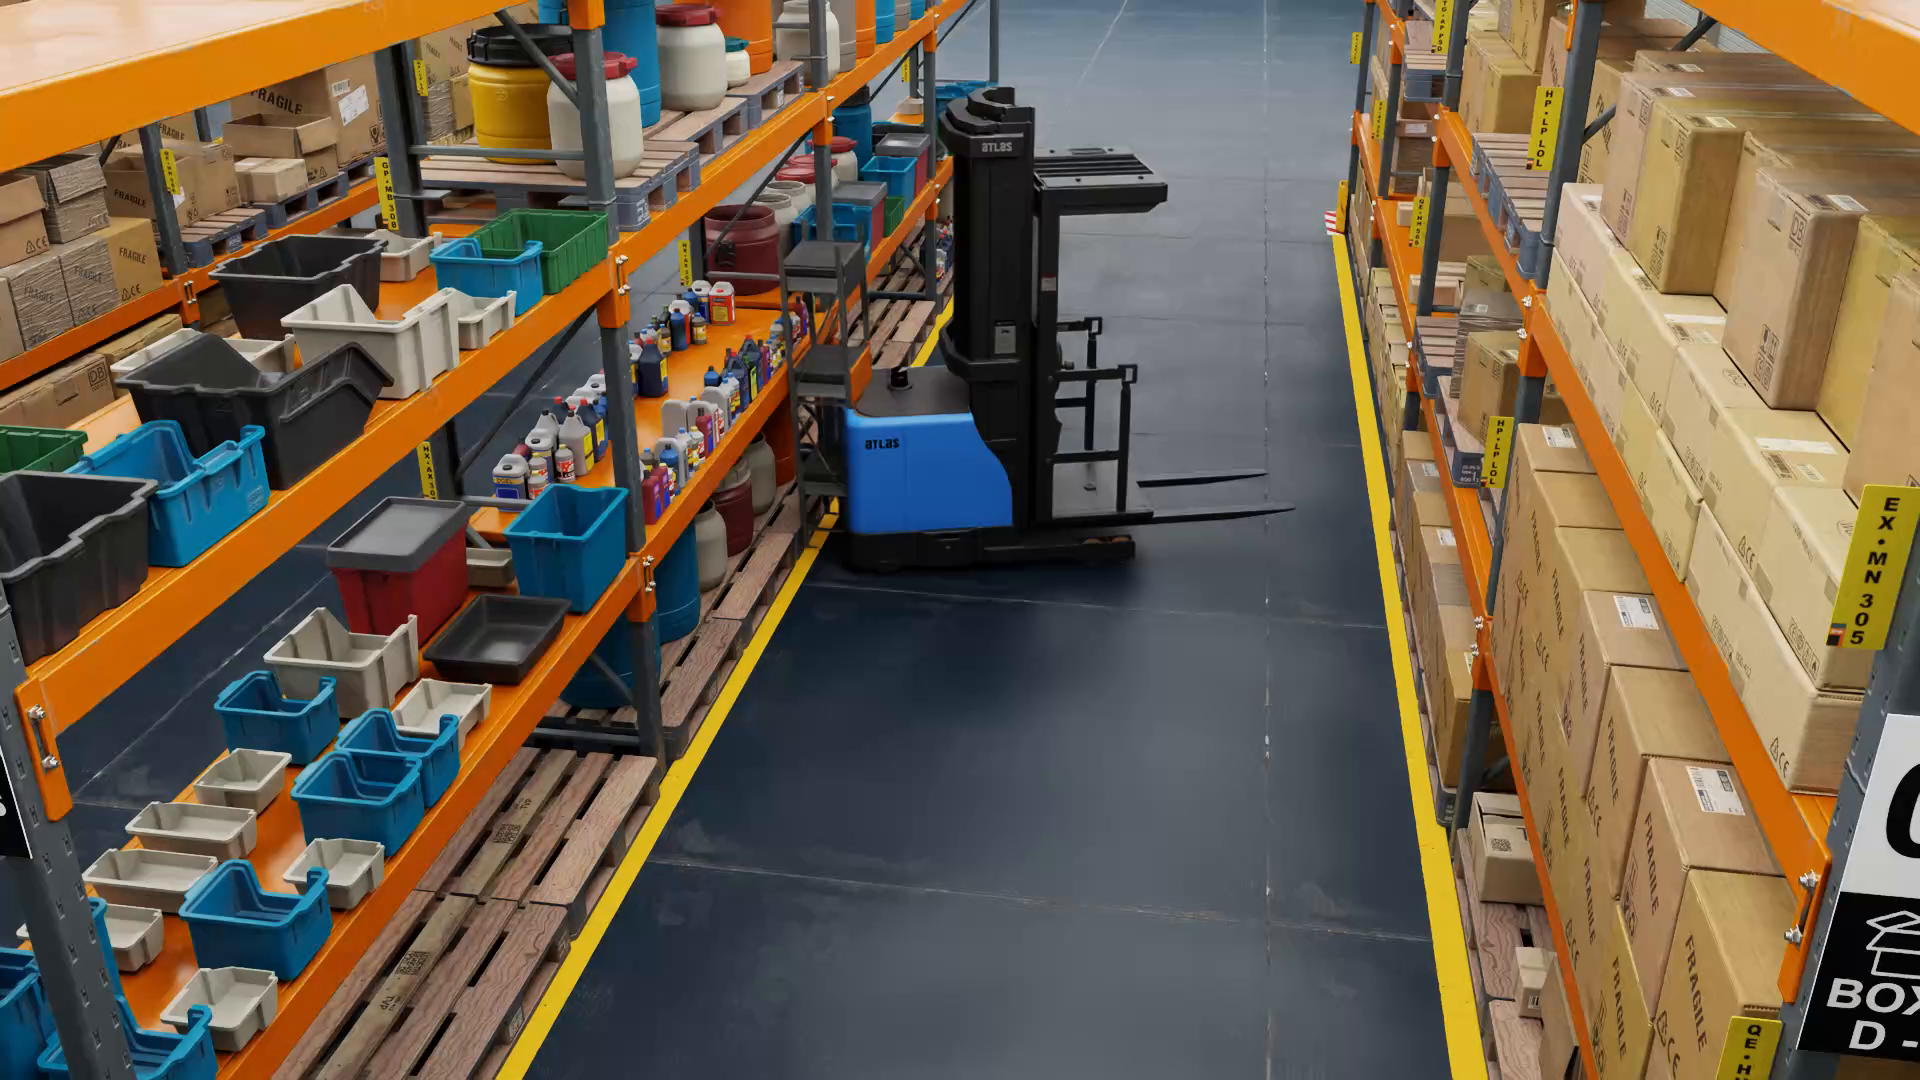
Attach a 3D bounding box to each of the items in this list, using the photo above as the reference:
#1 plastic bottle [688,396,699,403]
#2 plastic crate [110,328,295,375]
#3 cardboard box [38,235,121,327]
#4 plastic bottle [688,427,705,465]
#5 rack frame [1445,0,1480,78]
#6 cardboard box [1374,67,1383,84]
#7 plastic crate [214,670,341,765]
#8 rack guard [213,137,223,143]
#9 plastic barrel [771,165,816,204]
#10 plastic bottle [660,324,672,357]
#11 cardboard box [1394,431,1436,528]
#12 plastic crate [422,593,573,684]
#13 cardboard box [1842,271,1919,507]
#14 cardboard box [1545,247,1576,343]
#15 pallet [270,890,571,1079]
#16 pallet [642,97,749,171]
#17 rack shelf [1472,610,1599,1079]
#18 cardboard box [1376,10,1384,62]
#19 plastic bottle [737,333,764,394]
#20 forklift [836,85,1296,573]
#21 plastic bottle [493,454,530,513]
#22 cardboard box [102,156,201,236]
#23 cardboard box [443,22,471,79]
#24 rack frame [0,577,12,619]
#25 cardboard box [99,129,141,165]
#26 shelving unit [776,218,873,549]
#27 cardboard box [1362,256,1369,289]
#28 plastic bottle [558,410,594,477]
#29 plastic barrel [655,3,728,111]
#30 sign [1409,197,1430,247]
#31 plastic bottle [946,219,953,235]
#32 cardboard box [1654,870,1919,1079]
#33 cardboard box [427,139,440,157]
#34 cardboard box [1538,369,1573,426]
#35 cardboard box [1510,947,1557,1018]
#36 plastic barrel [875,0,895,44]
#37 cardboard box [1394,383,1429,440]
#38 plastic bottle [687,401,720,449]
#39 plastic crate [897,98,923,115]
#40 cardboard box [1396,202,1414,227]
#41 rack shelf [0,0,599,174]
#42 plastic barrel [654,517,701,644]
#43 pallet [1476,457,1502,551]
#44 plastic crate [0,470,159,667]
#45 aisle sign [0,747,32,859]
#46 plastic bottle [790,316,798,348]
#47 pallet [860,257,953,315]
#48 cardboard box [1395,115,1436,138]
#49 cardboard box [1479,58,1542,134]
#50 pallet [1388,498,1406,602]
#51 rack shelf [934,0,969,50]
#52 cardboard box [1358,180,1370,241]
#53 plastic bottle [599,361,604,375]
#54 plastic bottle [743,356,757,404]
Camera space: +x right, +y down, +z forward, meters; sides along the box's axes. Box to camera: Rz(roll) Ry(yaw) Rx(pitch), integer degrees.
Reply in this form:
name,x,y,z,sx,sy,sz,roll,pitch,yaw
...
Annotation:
name,x,y,z,sx,sy,sz,roll,pitch,yaw
plastic bottle,-1.515,-0.721,9.487,0.097,0.201,0.097,0,25,0
plastic crate,-2.591,-0.607,5.780,0.437,0.136,0.530,4,25,9
cardboard box,-6.186,-1.789,11.415,0.500,0.500,0.500,4,25,8
plastic bottle,-1.441,-0.517,9.051,0.097,0.201,0.097,0,25,0
rack frame,3.510,-4.204,9.617,1.000,3.000,0.127,4,25,9
cardboard box,4.415,-4.703,16.875,0.380,0.149,0.250,4,25,8
plastic crate,-2.601,0.686,6.373,0.416,0.233,0.300,4,25,9
rack guard,-9.828,-4.785,20.882,1.175,0.500,0.348,4,25,9
plastic barrel,-1.286,-2.694,13.306,0.433,0.535,0.433,0,25,0
plastic bottle,-1.909,-1.287,10.697,0.097,0.201,0.097,0,25,0
cardboard box,3.154,-0.384,10.961,0.500,0.500,0.500,5,26,11
plastic crate,-1.948,0.425,7.057,0.437,0.125,0.590,4,25,9
cardboard box,2.270,-0.214,3.333,0.700,0.500,0.500,4,25,9
cardboard box,2.533,-0.919,6.313,0.500,0.250,0.500,4,25,9
pallet,-2.309,1.926,6.886,1.003,0.211,1.213,4,25,9
pallet,-1.816,-2.241,9.184,1.003,0.211,1.213,4,25,9
rack shelf,2.529,1.348,5.680,1.077,0.370,4.000,4,25,9
cardboard box,4.720,-5.249,17.278,0.700,0.500,0.500,4,25,9
plastic bottle,-1.275,-1.069,10.054,0.144,0.351,0.185,4,25,9
forklift,0.713,-1.387,10.755,3.031,2.935,1.130,-4,25,-8
plastic bottle,-2.284,-0.290,8.478,0.152,0.276,0.135,4,25,9
cardboard box,-6.214,-2.639,12.737,0.500,0.500,0.500,1,25,2
cardboard box,-5.204,-4.861,16.448,0.500,0.500,0.500,4,25,9
rack frame,-2.684,-1.203,3.205,1.000,3.000,0.127,4,25,9
cardboard box,-10.019,-4.478,19.290,0.875,0.875,0.875,4,25,8
shelving unit,-0.824,-0.974,10.723,0.431,2.100,0.503,4,29,12
cardboard box,4.115,-2.522,15.849,0.500,0.250,0.500,4,25,9
plastic bottle,-2.060,-0.534,8.910,0.144,0.351,0.185,4,25,9
plastic barrel,-1.517,-2.690,9.265,0.433,0.535,0.433,0,25,0
sign,2.962,-2.049,10.723,0.100,0.325,0.005,4,25,9
plastic bottle,-0.081,-3.070,16.876,0.144,0.351,0.185,4,25,8
cardboard box,2.004,1.155,3.946,0.500,0.500,0.500,4,25,8
cardboard box,-5.277,-3.803,16.133,0.380,0.149,0.250,4,25,9
cardboard box,3.204,-0.524,8.219,0.700,0.500,0.500,8,26,17
cardboard box,2.443,1.793,6.705,0.380,0.166,0.250,4,25,9
plastic barrel,-0.805,-4.316,12.802,0.600,0.901,0.708,4,25,9
cardboard box,3.353,-0.922,11.768,0.500,0.311,0.500,5,25,10
plastic bottle,-1.427,-0.657,9.262,0.152,0.276,0.135,4,25,9
plastic crate,-0.533,-4.706,18.077,0.298,0.136,0.250,4,25,9
cardboard box,3.817,-2.690,13.755,0.380,0.149,0.250,4,25,9
rack shelf,-2.357,-1.533,5.230,1.077,0.370,4.000,4,25,9
plastic barrel,-1.809,0.079,9.523,0.600,0.901,0.708,4,25,9
pallet,3.094,-0.054,8.053,1.003,0.211,1.213,4,25,9
plastic crate,-2.346,0.073,4.172,0.497,0.269,0.590,4,25,9
aisle sign,-2.402,0.387,3.818,0.394,0.787,0.004,4,25,9
plastic bottle,-1.112,-1.359,10.849,0.097,0.201,0.097,0,25,0
pallet,-0.572,-2.520,16.385,1.003,0.211,1.213,4,25,9
cardboard box,3.997,-3.628,14.579,0.380,0.149,0.250,4,25,8
cardboard box,3.303,-2.275,8.917,0.910,0.500,0.500,4,25,9
pallet,3.351,0.085,10.819,1.003,0.211,1.213,4,25,9
rack shelf,-0.396,-5.374,16.503,1.077,0.370,4.000,4,25,9
cardboard box,4.262,-3.282,16.586,0.500,0.500,0.500,4,25,9
plastic bottle,-2.090,-0.910,9.794,0.061,0.283,0.133,4,25,9
plastic bottle,-1.260,-0.969,9.920,0.061,0.283,0.133,4,25,9
